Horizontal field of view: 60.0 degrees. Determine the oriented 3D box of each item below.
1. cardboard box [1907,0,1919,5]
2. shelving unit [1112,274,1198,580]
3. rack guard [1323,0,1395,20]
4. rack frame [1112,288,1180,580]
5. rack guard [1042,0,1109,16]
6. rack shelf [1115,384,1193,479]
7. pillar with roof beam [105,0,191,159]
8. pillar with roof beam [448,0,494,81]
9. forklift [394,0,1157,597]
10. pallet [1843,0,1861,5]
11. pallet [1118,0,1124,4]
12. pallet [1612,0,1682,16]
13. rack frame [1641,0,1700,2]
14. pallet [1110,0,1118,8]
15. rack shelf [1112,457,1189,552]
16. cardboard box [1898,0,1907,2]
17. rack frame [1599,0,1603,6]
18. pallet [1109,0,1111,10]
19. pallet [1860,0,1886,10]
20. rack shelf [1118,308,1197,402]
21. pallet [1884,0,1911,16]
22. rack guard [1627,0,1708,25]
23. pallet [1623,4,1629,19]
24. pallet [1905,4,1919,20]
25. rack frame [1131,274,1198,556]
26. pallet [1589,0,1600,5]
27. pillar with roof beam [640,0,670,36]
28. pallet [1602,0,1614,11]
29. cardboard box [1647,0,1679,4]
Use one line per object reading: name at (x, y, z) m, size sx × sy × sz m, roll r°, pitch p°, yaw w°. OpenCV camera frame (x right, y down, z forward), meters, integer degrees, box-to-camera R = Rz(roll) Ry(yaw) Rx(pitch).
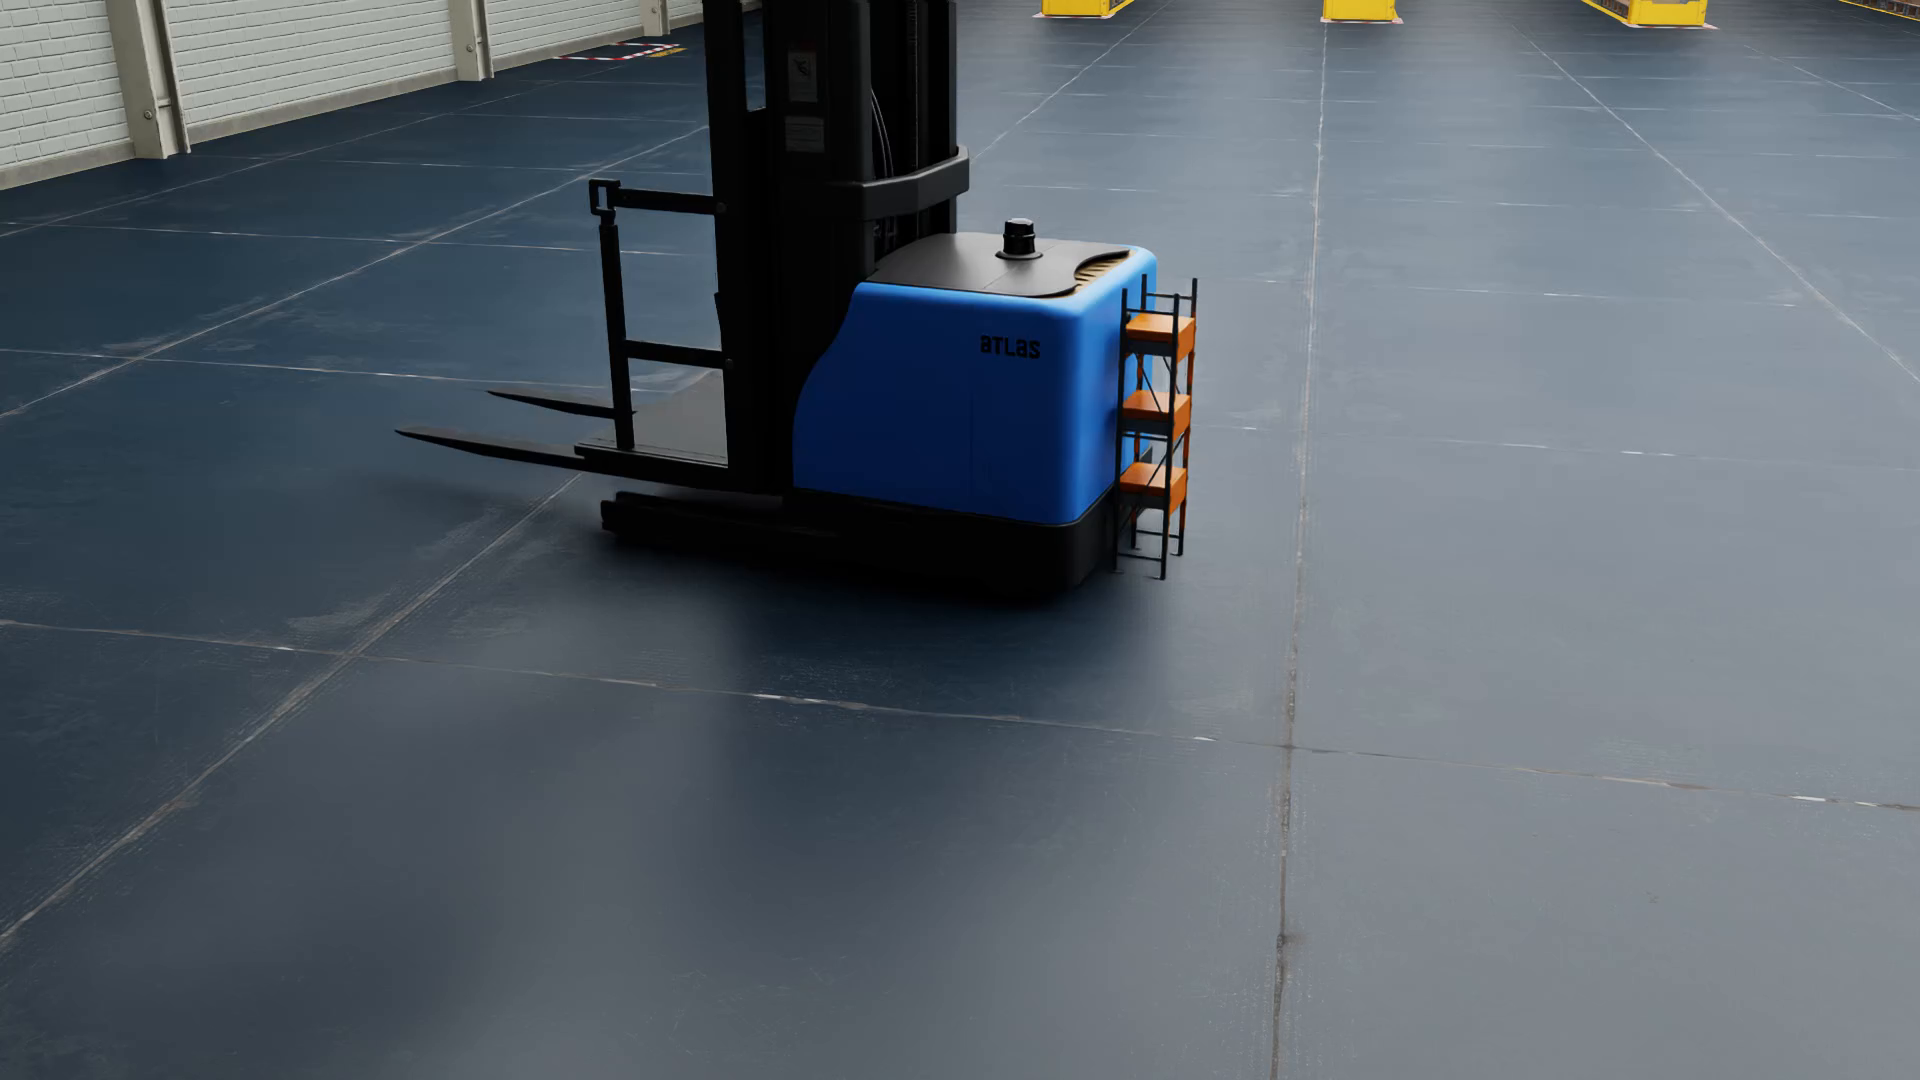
cardboard box at (17.026, -9.686, 28.669) m, size 0.875 × 0.875 × 0.875 m, roll 5°, pitch 22°, yaw 11°
shelving unit at (0.693, -0.399, 5.939) m, size 0.215 × 1.050 × 0.252 m, roll 9°, pitch 23°, yaw 20°
rack guard at (6.873, -9.233, 28.609) m, size 1.175 × 0.500 × 0.348 m, roll 4°, pitch 22°, yaw 11°
rack frame at (0.647, -0.357, 5.834) m, size 0.200 × 1.050 × 0.008 m, roll 9°, pitch 23°, yaw 20°
rack guard at (2.050, -9.571, 29.450) m, size 1.175 × 0.500 × 0.348 m, roll 4°, pitch 22°, yaw 11°
rack shelf at (0.693, -0.389, 5.943) m, size 0.215 × 0.259 × 0.240 m, roll 9°, pitch 23°, yaw 20°
pillar with roof beam at (-2.958, -7.309, 12.457) m, size 9.100 × 9.000 × 0.400 m, roll 4°, pitch 22°, yaw 11°
pillar with roof beam at (-1.733, -9.504, 17.906) m, size 9.100 × 9.000 × 0.400 m, roll 4°, pitch 22°, yaw 11°
forklift at (-0.820, -1.503, 6.163) m, size 3.031 × 2.935 × 1.130 m, roll 9°, pitch 24°, yaw 21°
pallet at (17.734, -10.473, 32.075) m, size 1.003 × 0.211 × 1.213 m, roll 4°, pitch 22°, yaw 11°
pallet at (2.668, -10.621, 32.444) m, size 1.003 × 0.211 × 1.213 m, roll 4°, pitch 22°, yaw 11°
pallet at (12.219, -9.457, 29.552) m, size 1.003 × 0.211 × 1.213 m, roll 4°, pitch 22°, yaw 11°
rack frame at (11.752, -9.983, 27.126) m, size 1.000 × 3.000 × 0.127 m, roll 4°, pitch 22°, yaw 11°
pallet at (2.421, -10.174, 31.333) m, size 1.003 × 0.211 × 1.213 m, roll 4°, pitch 22°, yaw 11°
rack shelf at (0.693, -0.131, 6.047) m, size 0.215 × 0.259 × 0.240 m, roll 9°, pitch 23°, yaw 20°
cardboard box at (17.207, -10.015, 29.489) m, size 0.875 × 0.875 × 0.875 m, roll 5°, pitch 22°, yaw 12°
rack frame at (12.569, -11.446, 30.759) m, size 1.000 × 3.000 × 0.127 m, roll 4°, pitch 22°, yaw 11°
pallet at (2.170, -9.729, 30.228) m, size 1.003 × 0.211 × 1.213 m, roll 4°, pitch 22°, yaw 11°
pallet at (17.487, -10.025, 30.964) m, size 1.003 × 0.211 × 1.213 m, roll 4°, pitch 22°, yaw 11°
rack shelf at (0.693, -0.652, 5.837) m, size 0.215 × 0.259 × 0.240 m, roll 9°, pitch 23°, yaw 20°
pallet at (17.172, -9.465, 29.573) m, size 1.003 × 0.211 × 1.213 m, roll 4°, pitch 22°, yaw 11°
rack guard at (11.768, -8.851, 27.662) m, size 1.175 × 0.500 × 0.348 m, roll 4°, pitch 22°, yaw 11°
pallet at (11.968, -9.012, 28.447) m, size 1.003 × 0.211 × 1.213 m, roll 4°, pitch 22°, yaw 11°
pallet at (16.925, -9.018, 28.462) m, size 1.003 × 0.211 × 1.213 m, roll 4°, pitch 22°, yaw 11°
rack frame at (0.738, -0.441, 6.044) m, size 0.200 × 1.050 × 0.008 m, roll 9°, pitch 23°, yaw 20°
pallet at (12.726, -10.437, 31.987) m, size 1.003 × 0.211 × 1.213 m, roll 4°, pitch 22°, yaw 11°
pillar with roof beam at (-0.509, -11.698, 23.354) m, size 9.100 × 9.000 × 0.400 m, roll 4°, pitch 22°, yaw 11°
pallet at (12.466, -9.904, 30.663) m, size 1.003 × 0.211 × 1.213 m, roll 4°, pitch 22°, yaw 11°
cardboard box at (11.896, -9.246, 28.079) m, size 0.500 × 0.500 × 0.500 m, roll 9°, pitch 24°, yaw 21°
